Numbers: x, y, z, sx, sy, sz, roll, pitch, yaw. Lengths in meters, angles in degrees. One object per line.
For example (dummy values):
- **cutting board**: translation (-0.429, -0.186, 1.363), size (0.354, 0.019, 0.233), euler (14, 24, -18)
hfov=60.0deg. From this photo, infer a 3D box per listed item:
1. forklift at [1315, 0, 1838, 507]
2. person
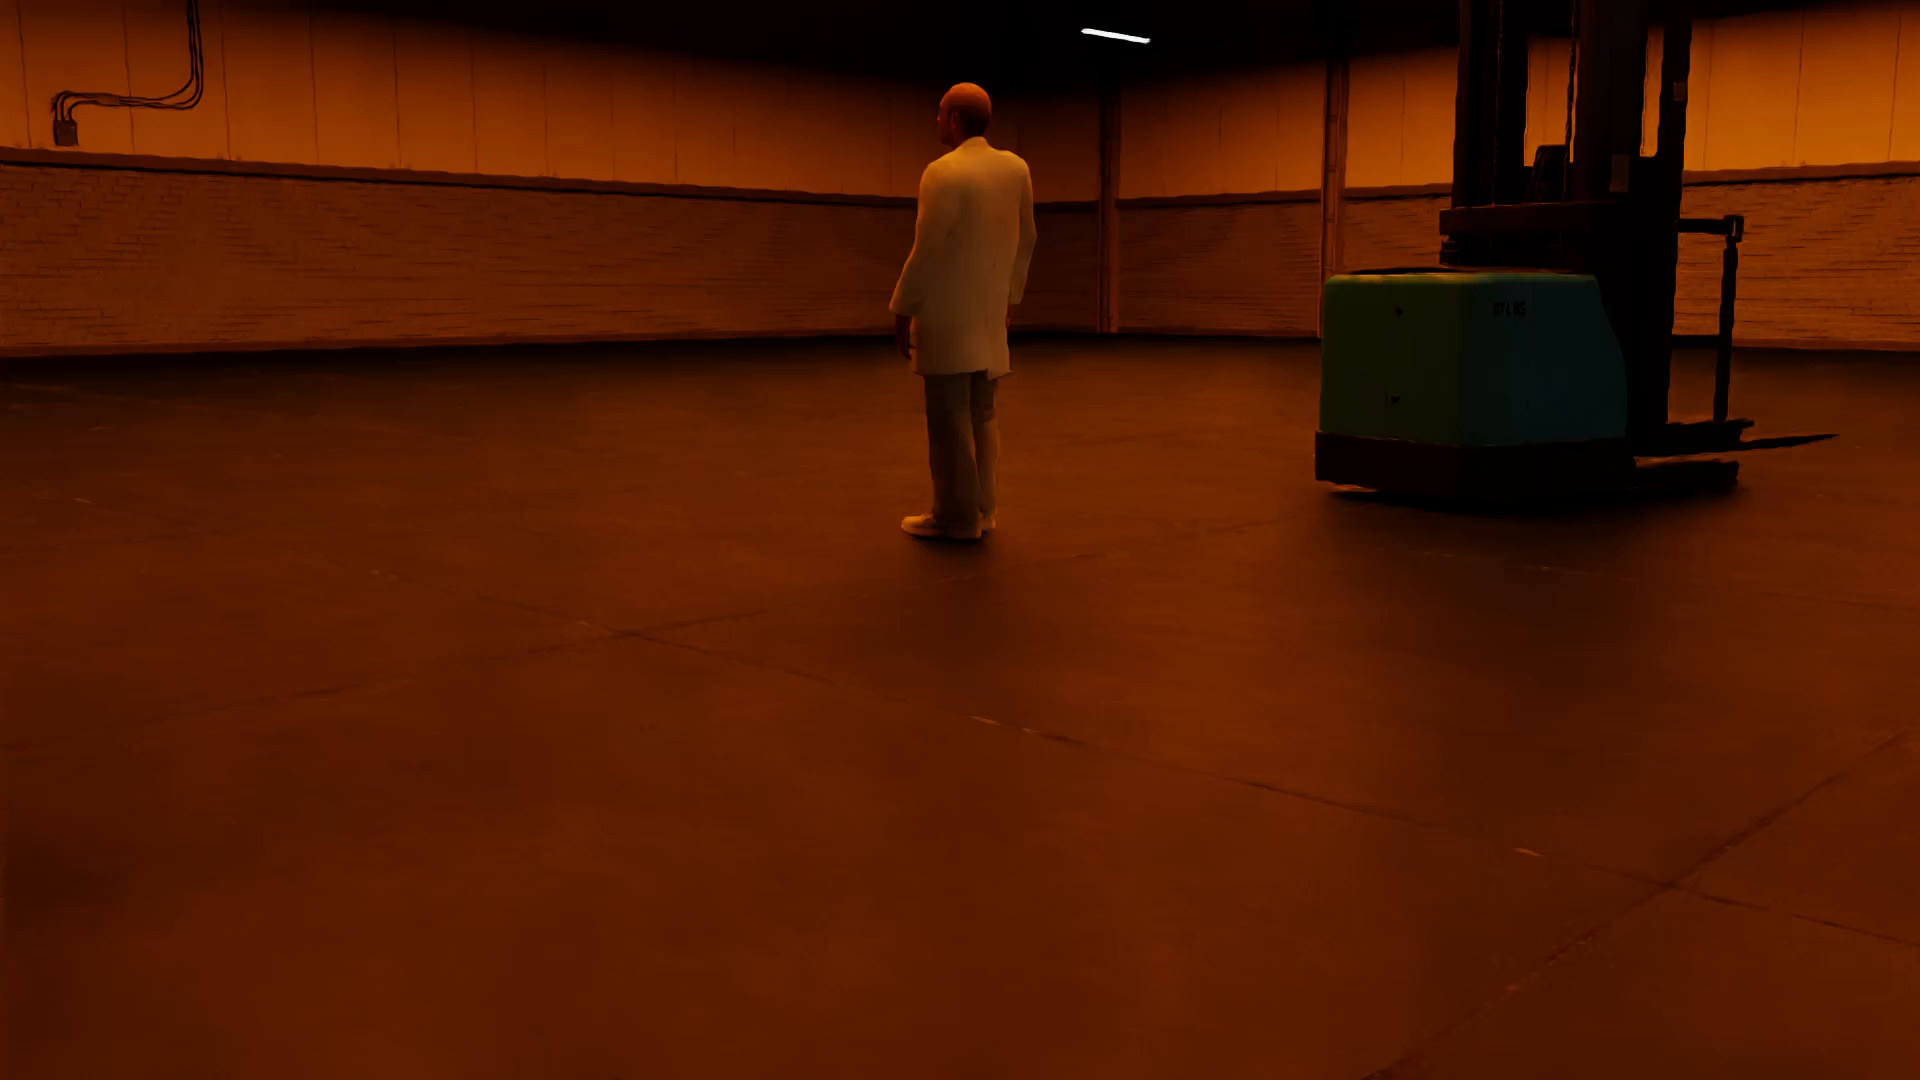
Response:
- **forklift**: translation (3.293, -1.732, 8.378), size (3.031, 2.935, 1.130), euler (-5, 10, -30)
- **person**: translation (-0.062, -0.896, 6.650), size (0.579, 1.776, 0.694), euler (8, 12, 43)
